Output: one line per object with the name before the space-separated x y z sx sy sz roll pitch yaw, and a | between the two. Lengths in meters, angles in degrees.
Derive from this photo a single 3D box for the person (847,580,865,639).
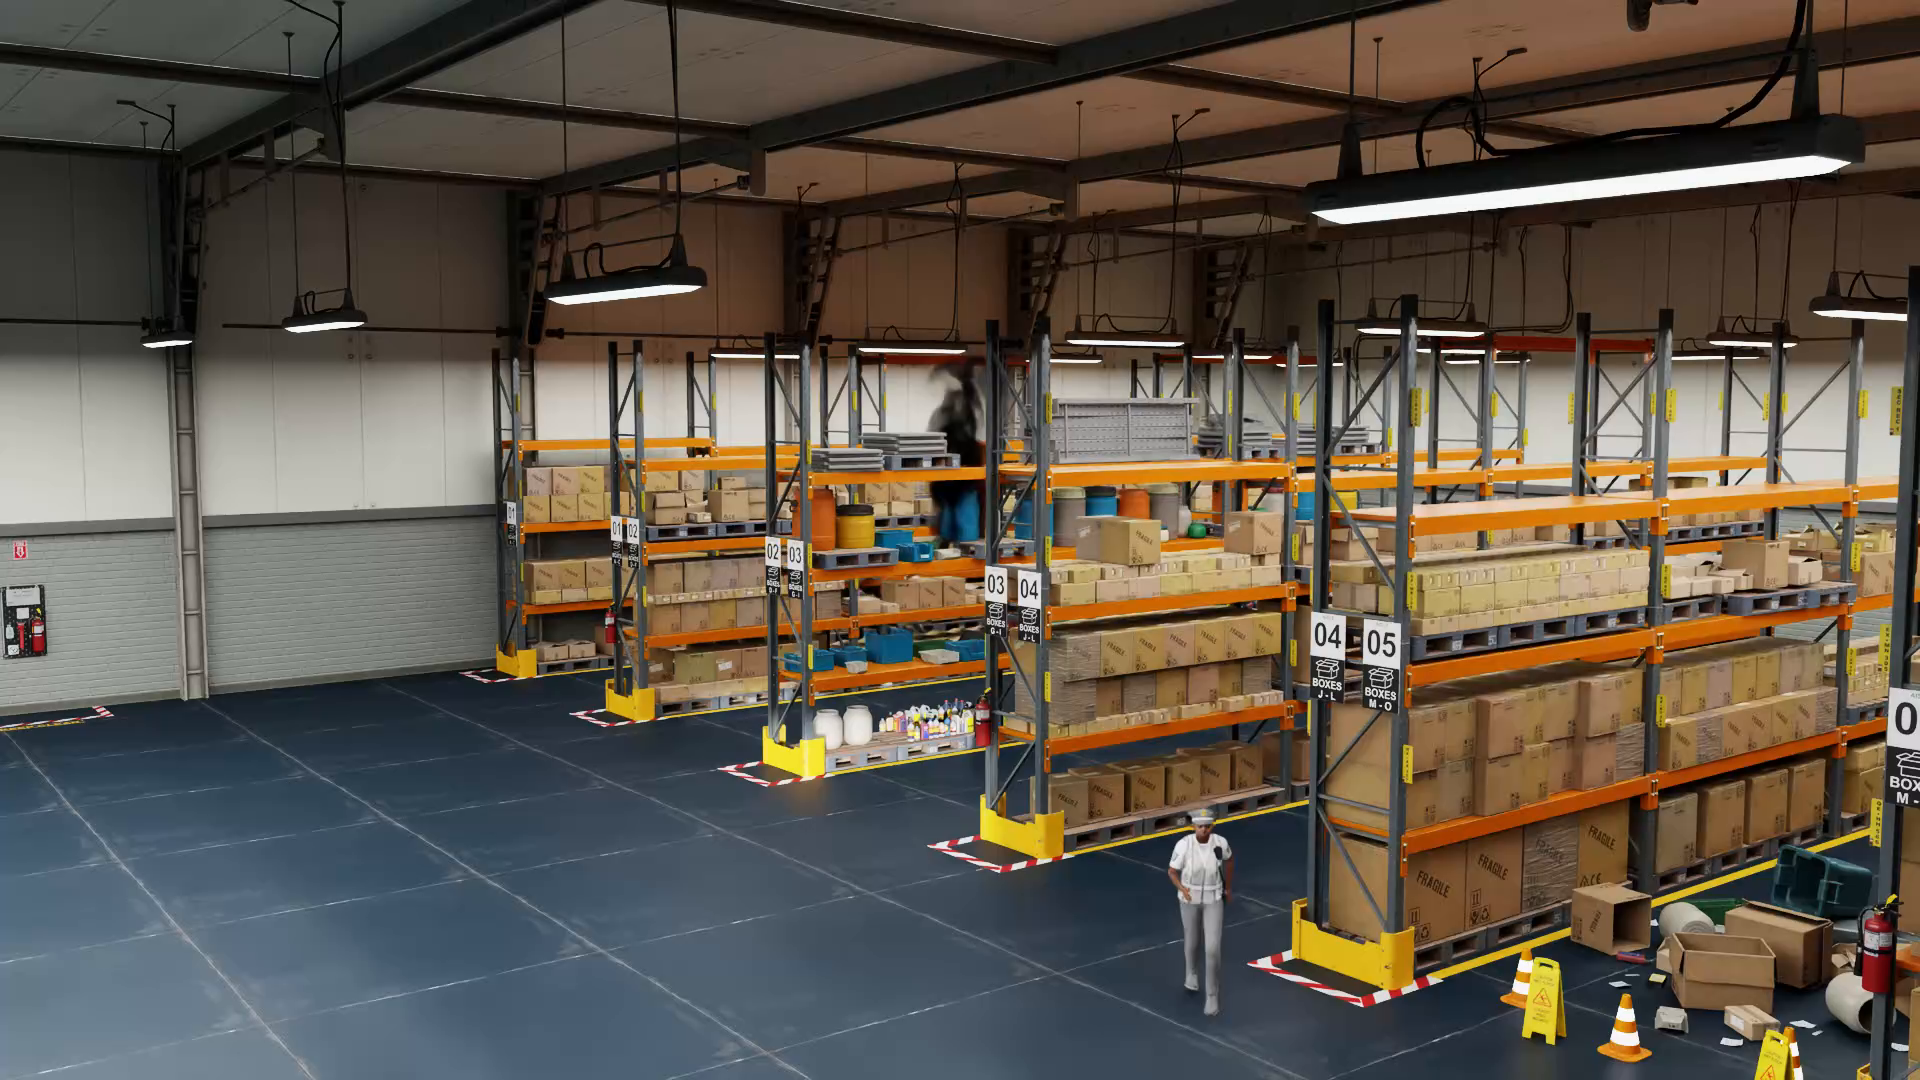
person | -1.971 1.535 32.721 0.525 1.546 0.682 4 6 37

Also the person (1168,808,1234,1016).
person | 2.043 3.088 14.100 0.568 1.729 0.778 1 5 6

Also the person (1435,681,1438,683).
person | 5.925 2.523 20.124 0.641 1.779 1.134 4 6 39

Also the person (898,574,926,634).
person | -0.952 1.354 33.252 0.882 1.826 0.656 -5 7 -43
